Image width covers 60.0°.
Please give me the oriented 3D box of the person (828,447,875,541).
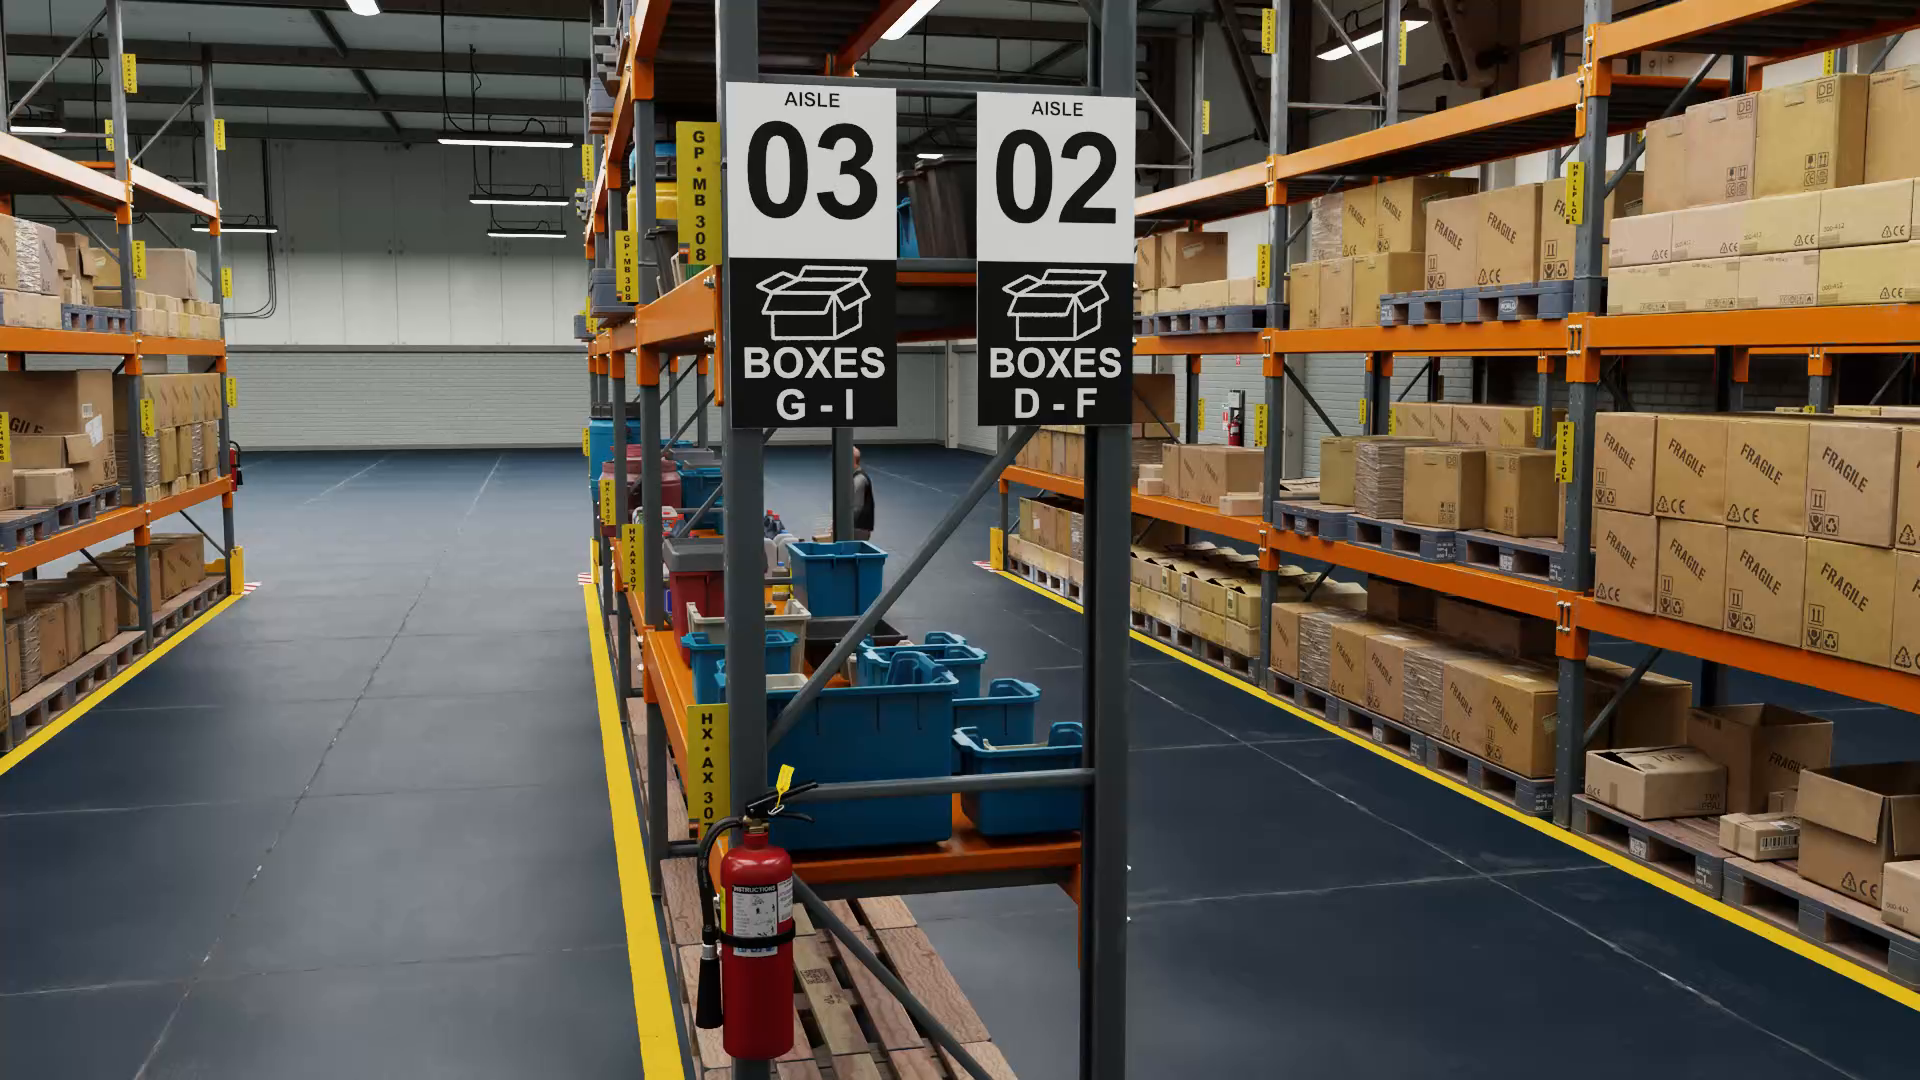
[{"bbox_3d":[-1.093,-0.088,16.855,0.446,1.727,0.551,-2,6,-15],"label":"person"}]
